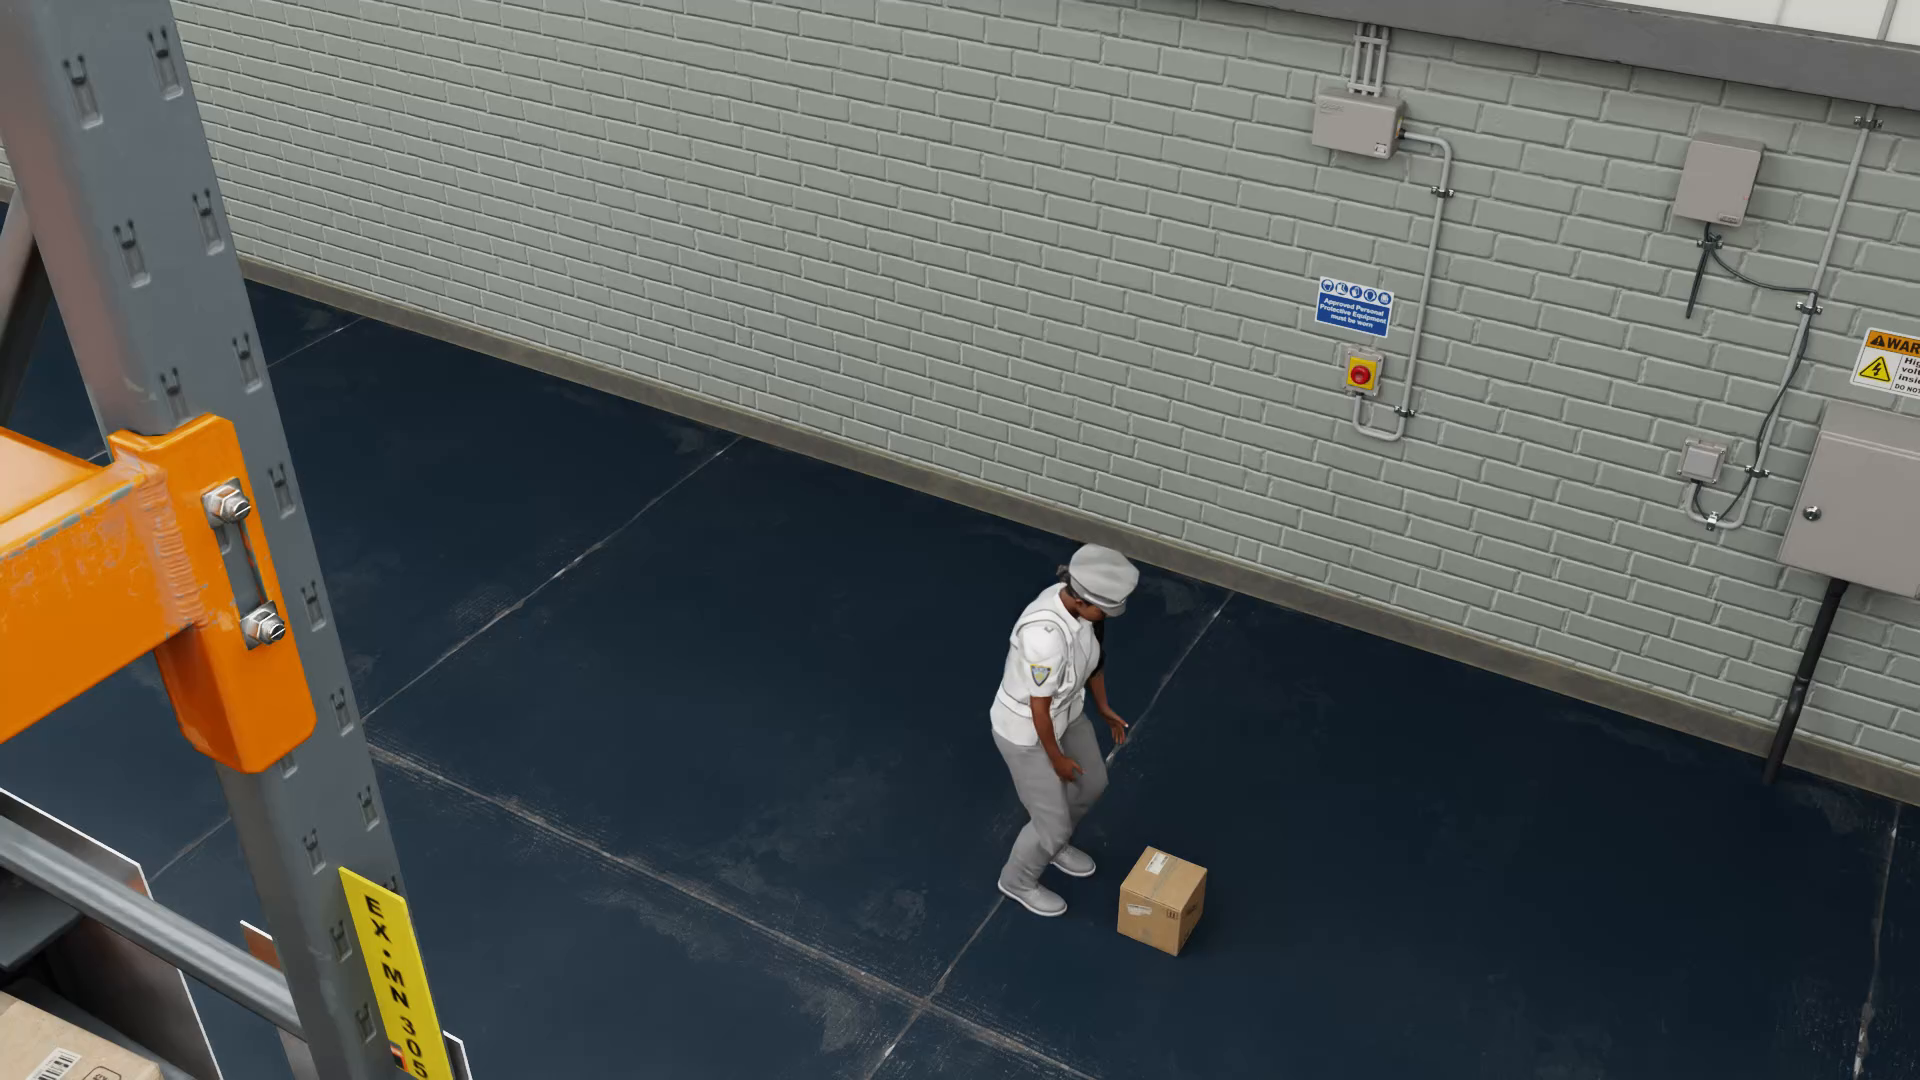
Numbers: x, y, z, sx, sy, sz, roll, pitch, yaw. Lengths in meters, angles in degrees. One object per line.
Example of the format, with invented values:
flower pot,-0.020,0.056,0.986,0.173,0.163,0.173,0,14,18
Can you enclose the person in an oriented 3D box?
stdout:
person,0.384,0.693,6.204,0.500,1.592,0.469,19,39,25
